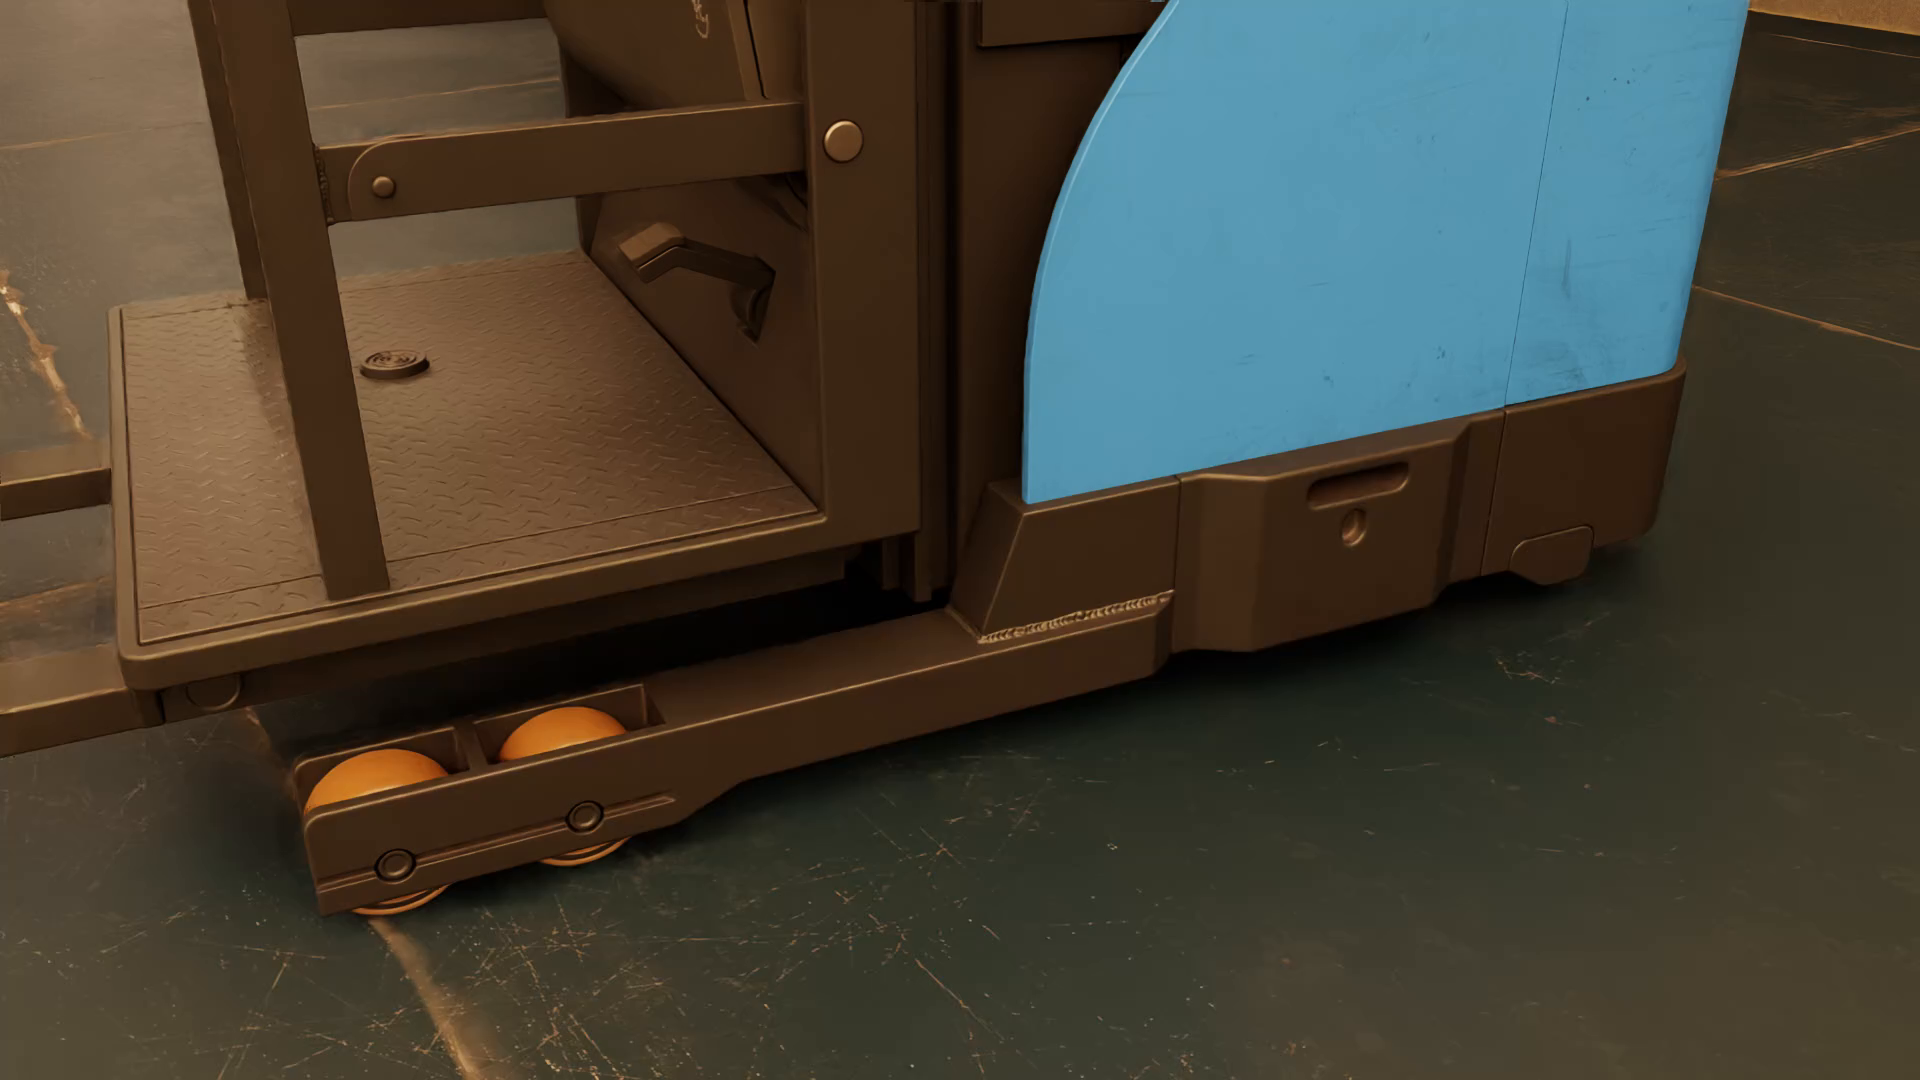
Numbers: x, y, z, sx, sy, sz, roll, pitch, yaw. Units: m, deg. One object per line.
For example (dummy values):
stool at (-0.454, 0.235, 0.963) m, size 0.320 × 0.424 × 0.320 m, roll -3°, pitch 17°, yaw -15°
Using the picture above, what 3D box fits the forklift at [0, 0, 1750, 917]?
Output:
forklift at (-0.551, -1.192, 1.608) m, size 3.031 × 2.935 × 1.130 m, roll -12°, pitch 29°, yaw -22°
